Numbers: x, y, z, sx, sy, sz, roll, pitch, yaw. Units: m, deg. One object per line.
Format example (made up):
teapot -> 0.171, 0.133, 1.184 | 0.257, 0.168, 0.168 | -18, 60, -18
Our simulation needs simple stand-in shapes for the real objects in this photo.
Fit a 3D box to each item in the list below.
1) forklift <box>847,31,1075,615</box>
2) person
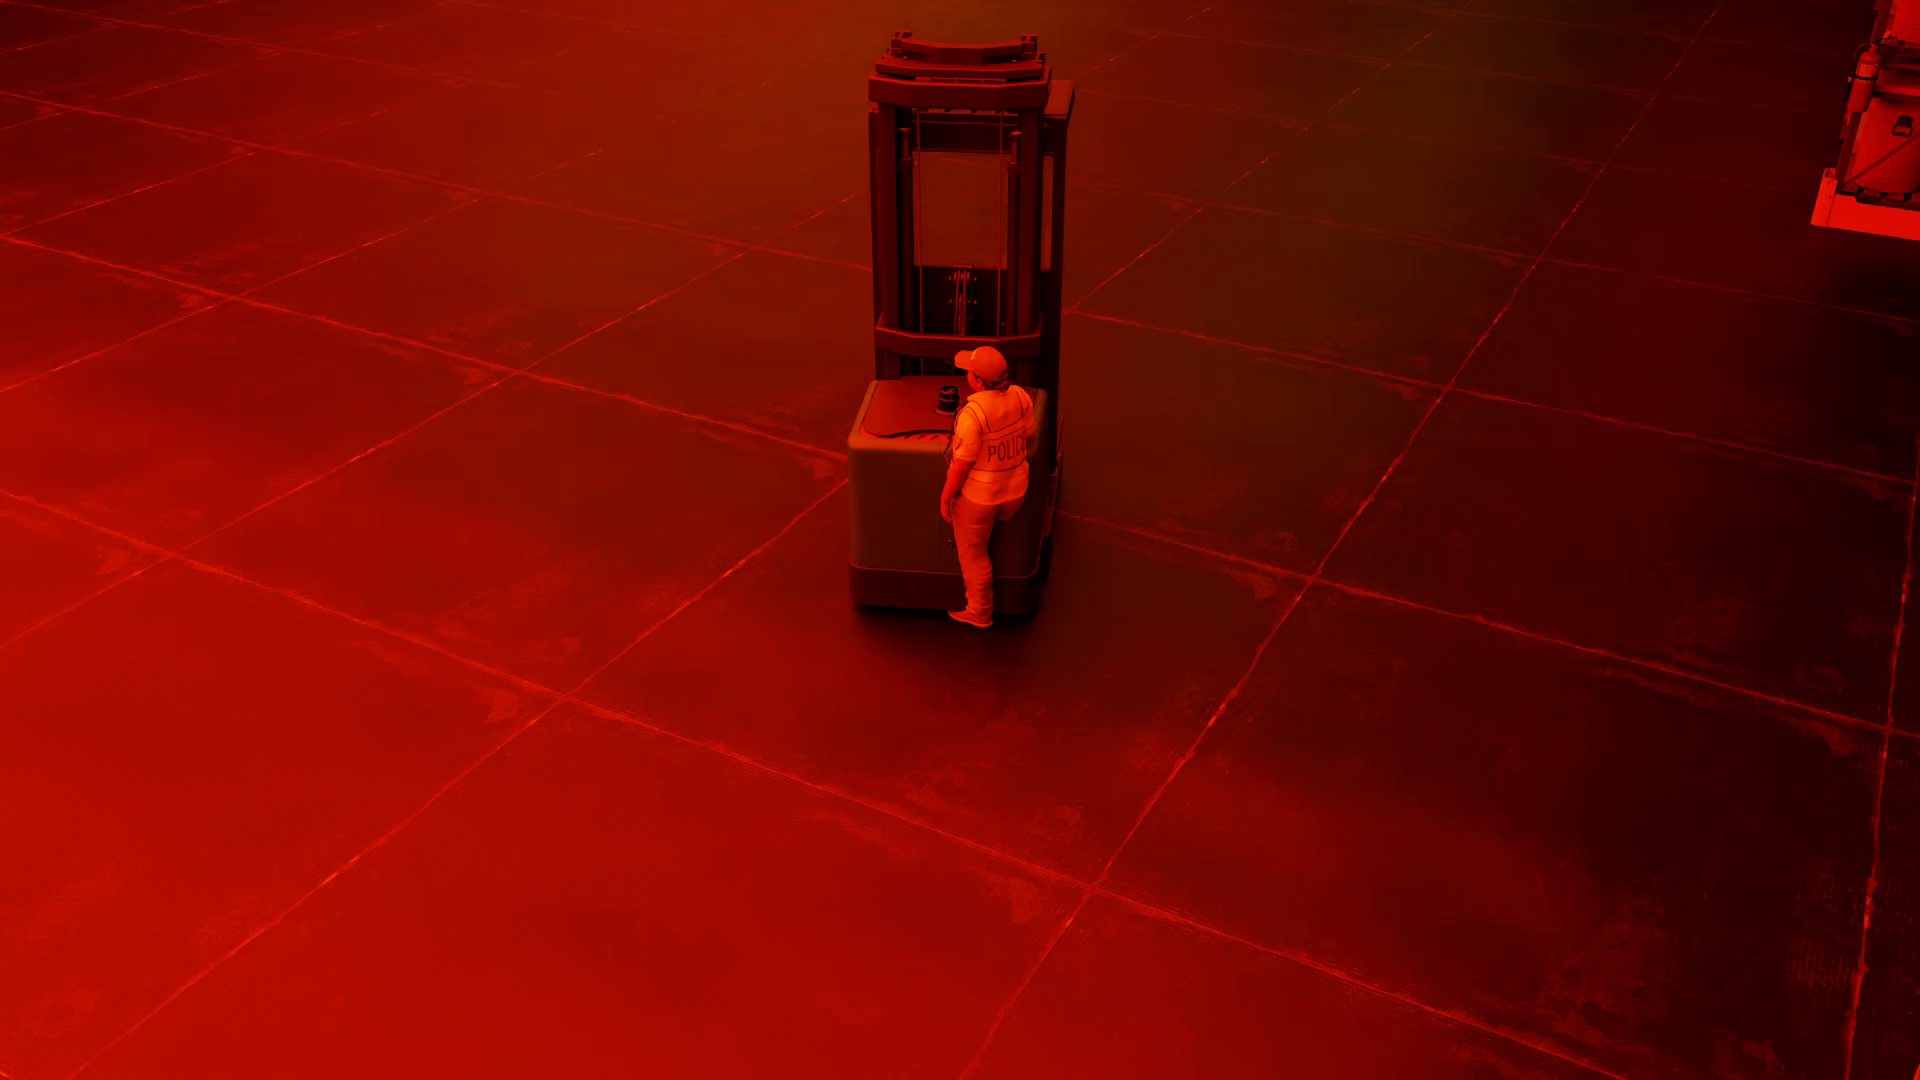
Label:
forklift -> 0.072, -1.572, 9.794 | 1.130, 2.935, 3.031 | 3, 30, 6
person -> 0.105, -0.300, 8.841 | 0.598, 1.670, 0.529 | -23, 37, -34
